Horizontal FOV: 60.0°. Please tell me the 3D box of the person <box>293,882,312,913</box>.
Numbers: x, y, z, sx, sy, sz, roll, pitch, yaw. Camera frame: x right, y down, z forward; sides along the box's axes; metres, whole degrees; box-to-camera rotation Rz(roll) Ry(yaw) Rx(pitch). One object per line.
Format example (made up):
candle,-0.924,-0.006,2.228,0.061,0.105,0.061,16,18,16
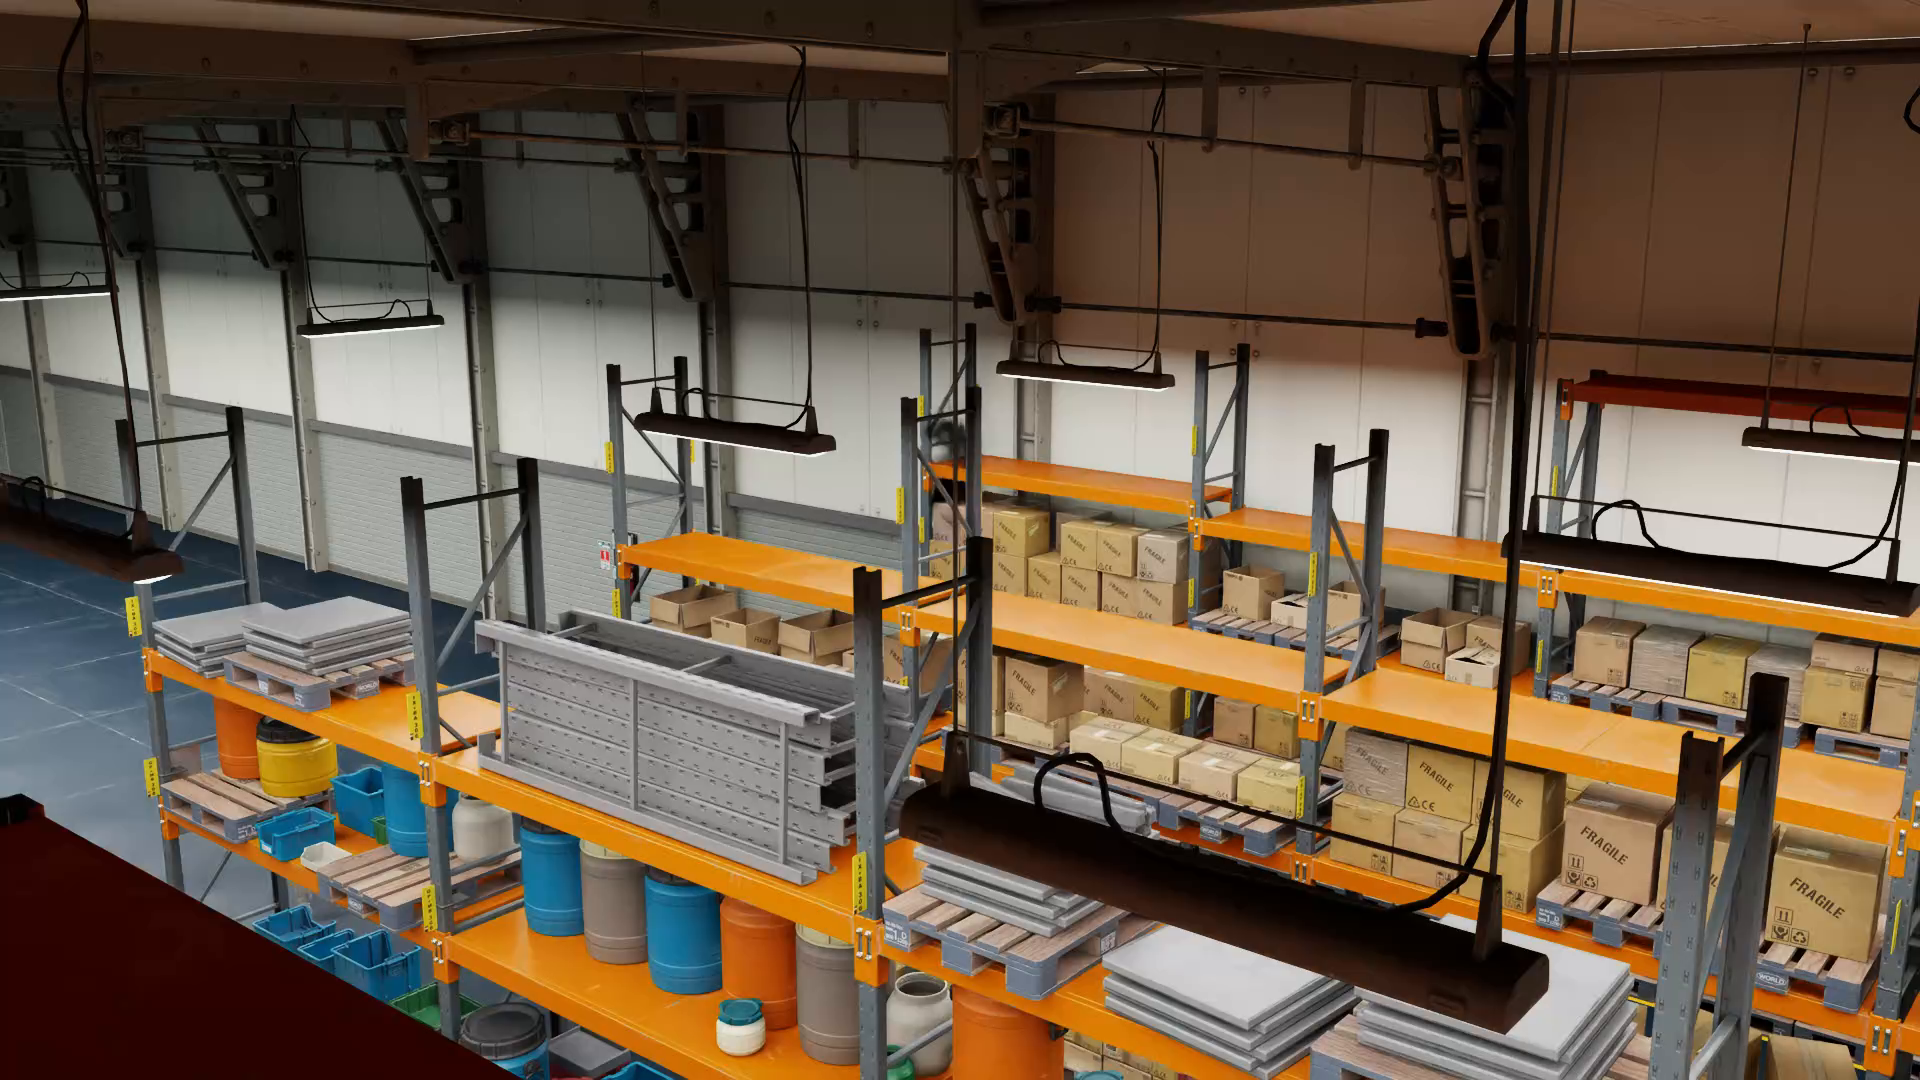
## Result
person,-6.977,3.269,18.022,0.786,1.687,0.623,-7,14,-27
